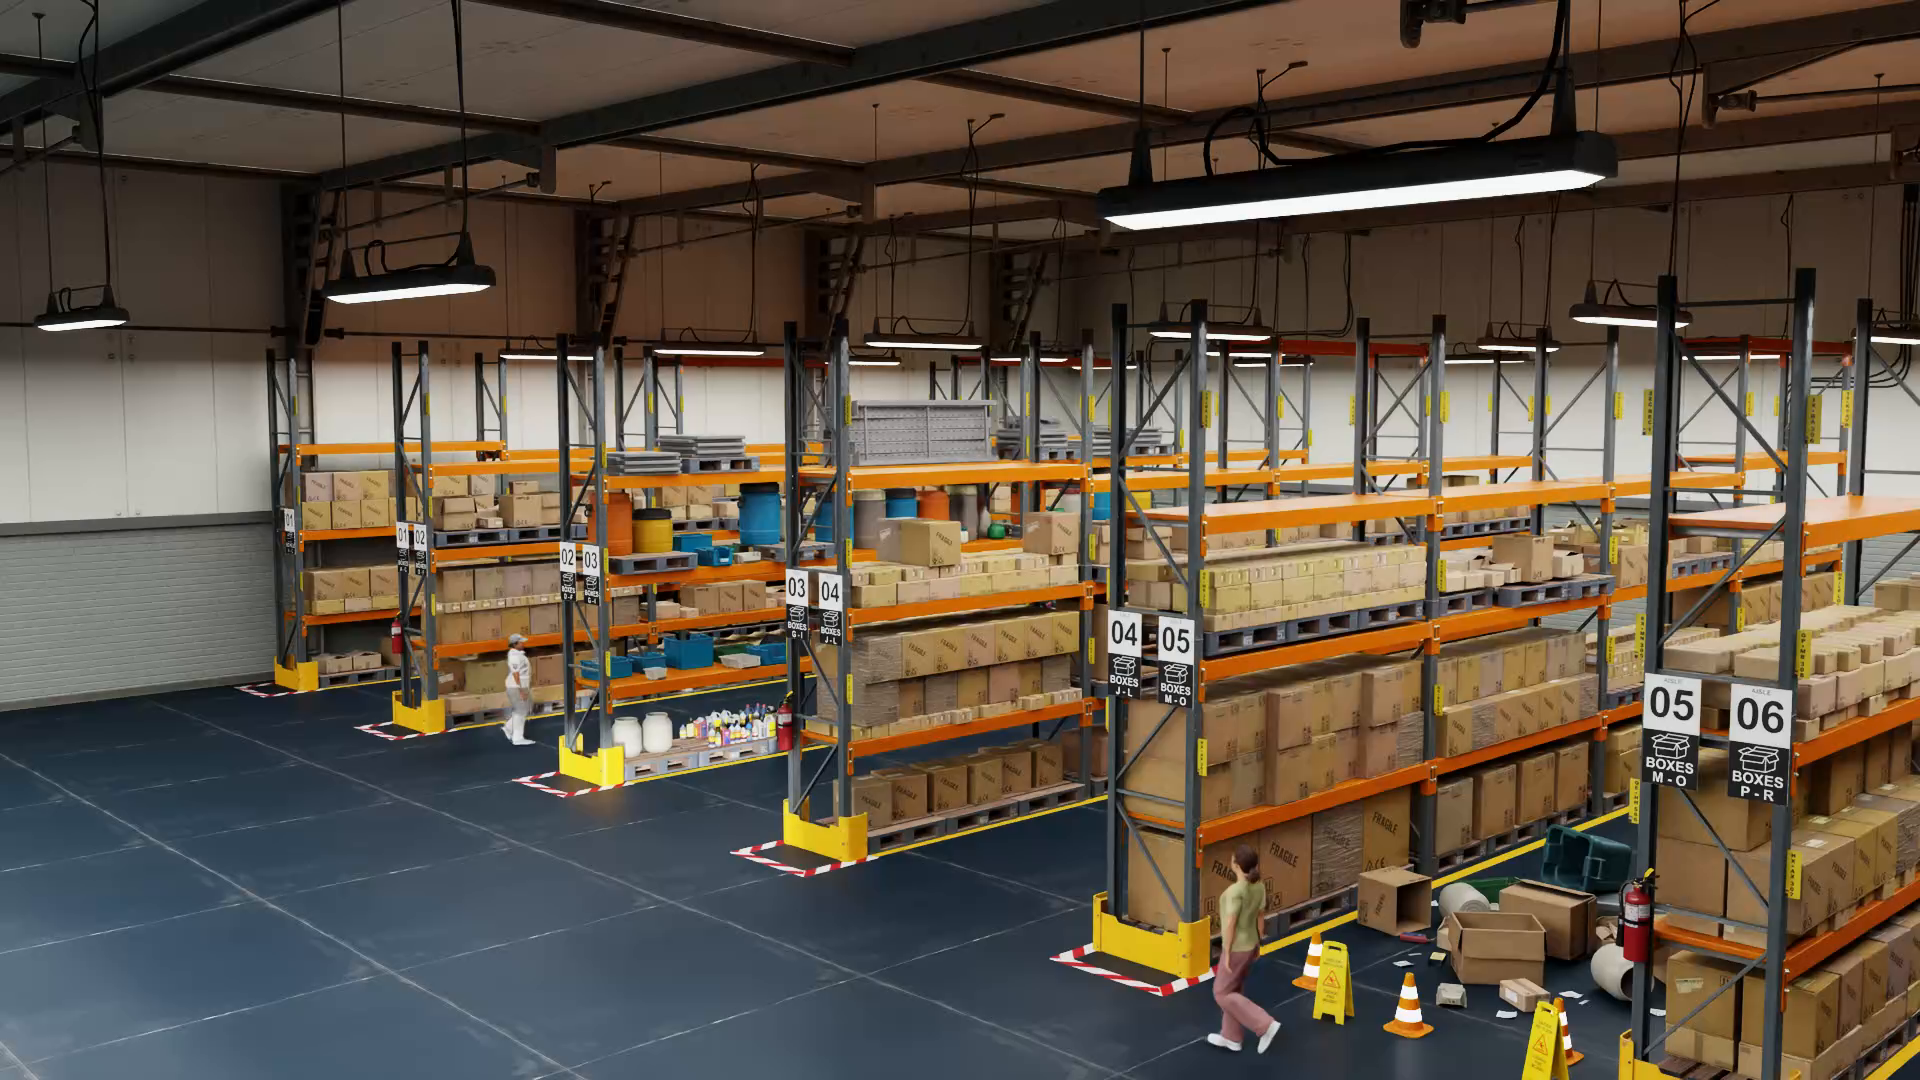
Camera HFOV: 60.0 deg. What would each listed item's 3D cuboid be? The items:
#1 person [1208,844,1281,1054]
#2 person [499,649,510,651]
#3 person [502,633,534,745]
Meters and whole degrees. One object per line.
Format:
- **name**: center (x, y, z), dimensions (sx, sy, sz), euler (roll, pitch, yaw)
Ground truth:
- **person**: center (2.216, 3.203, 12.984), dimensions (0.622, 1.660, 0.454), euler (2, 5, 22)
- **person**: center (-8.407, 1.674, 30.466), dimensions (0.454, 1.754, 0.561), euler (-1, 5, -7)
- **person**: center (-6.531, 2.199, 24.569), dimensions (0.460, 1.658, 0.492), euler (-1, 5, -16)
